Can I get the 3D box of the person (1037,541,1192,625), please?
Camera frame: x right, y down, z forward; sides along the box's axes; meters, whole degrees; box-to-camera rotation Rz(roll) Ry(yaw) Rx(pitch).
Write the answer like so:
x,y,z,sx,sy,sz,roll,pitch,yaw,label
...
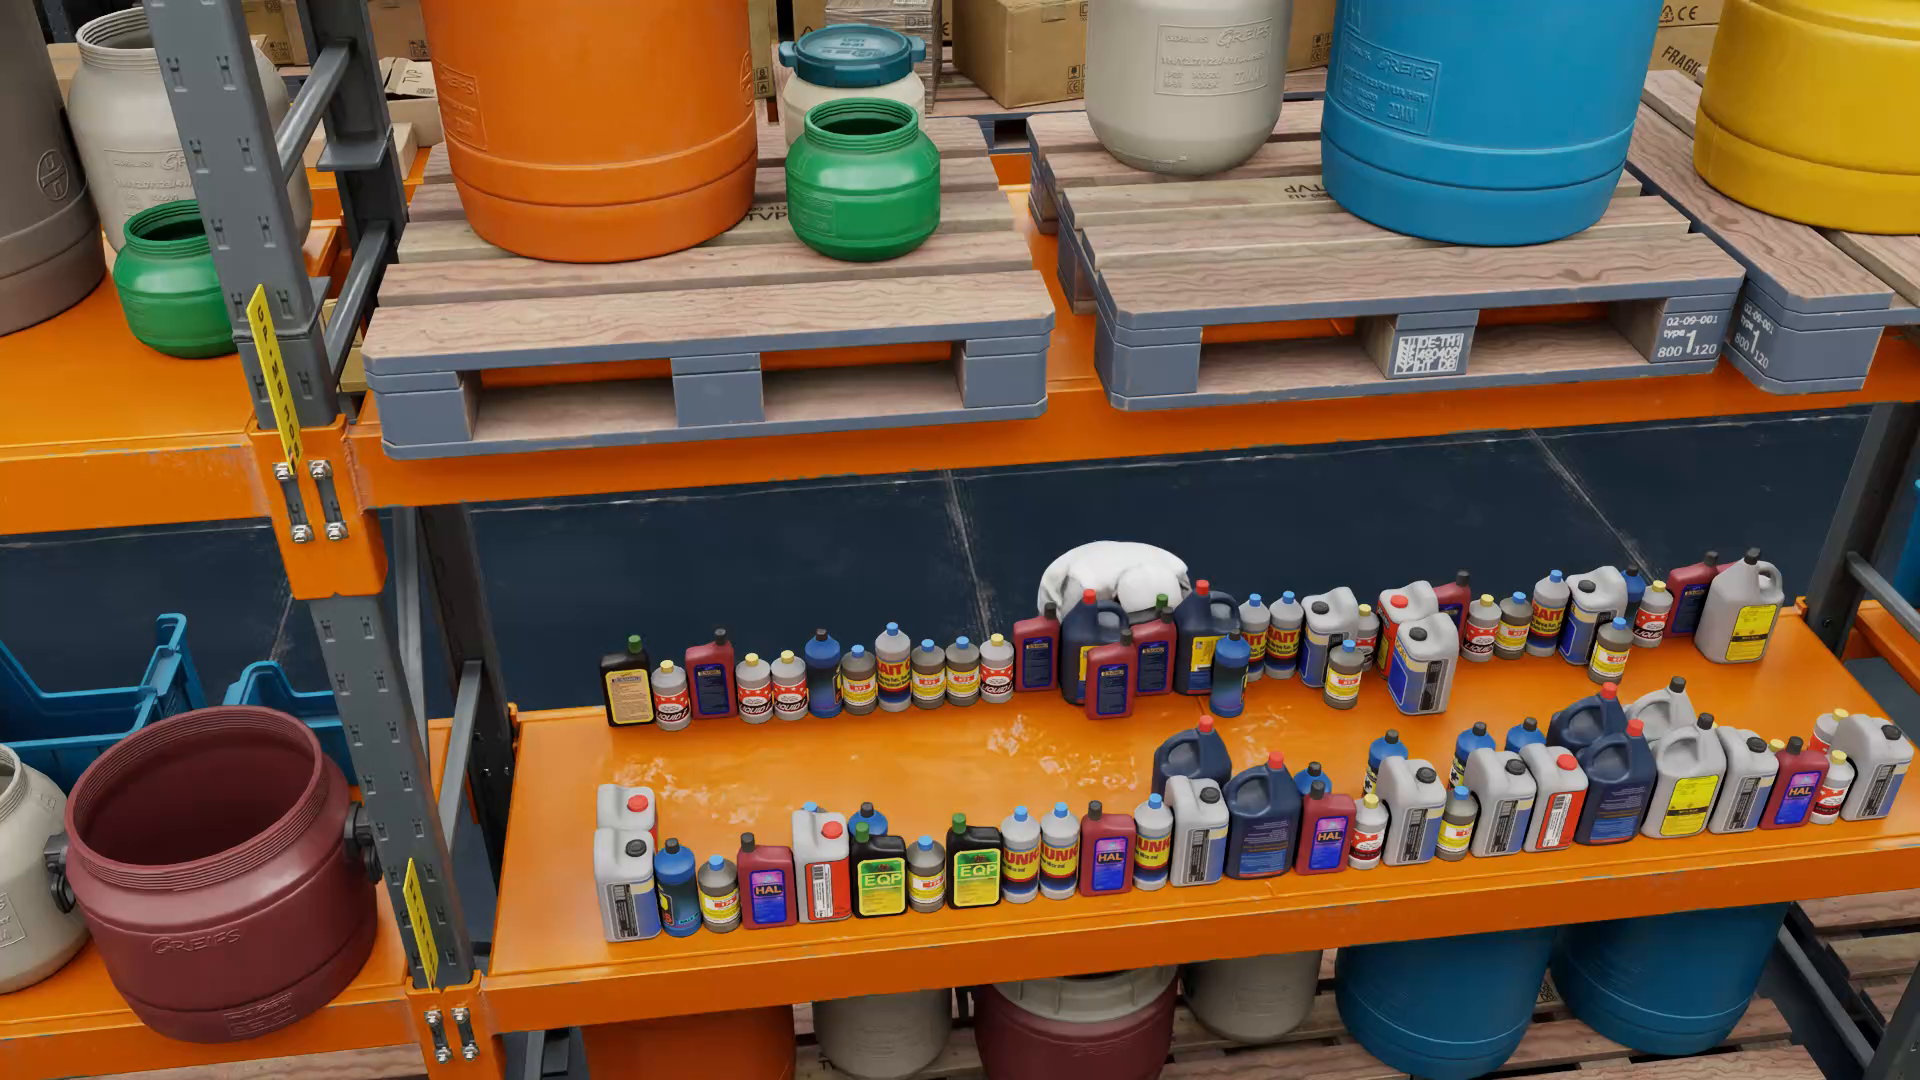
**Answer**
x,y,z,sx,sy,sz,roll,pitch,yaw,label
0.585,0.348,6.301,0.540,1.005,0.878,-4,35,-6,person
